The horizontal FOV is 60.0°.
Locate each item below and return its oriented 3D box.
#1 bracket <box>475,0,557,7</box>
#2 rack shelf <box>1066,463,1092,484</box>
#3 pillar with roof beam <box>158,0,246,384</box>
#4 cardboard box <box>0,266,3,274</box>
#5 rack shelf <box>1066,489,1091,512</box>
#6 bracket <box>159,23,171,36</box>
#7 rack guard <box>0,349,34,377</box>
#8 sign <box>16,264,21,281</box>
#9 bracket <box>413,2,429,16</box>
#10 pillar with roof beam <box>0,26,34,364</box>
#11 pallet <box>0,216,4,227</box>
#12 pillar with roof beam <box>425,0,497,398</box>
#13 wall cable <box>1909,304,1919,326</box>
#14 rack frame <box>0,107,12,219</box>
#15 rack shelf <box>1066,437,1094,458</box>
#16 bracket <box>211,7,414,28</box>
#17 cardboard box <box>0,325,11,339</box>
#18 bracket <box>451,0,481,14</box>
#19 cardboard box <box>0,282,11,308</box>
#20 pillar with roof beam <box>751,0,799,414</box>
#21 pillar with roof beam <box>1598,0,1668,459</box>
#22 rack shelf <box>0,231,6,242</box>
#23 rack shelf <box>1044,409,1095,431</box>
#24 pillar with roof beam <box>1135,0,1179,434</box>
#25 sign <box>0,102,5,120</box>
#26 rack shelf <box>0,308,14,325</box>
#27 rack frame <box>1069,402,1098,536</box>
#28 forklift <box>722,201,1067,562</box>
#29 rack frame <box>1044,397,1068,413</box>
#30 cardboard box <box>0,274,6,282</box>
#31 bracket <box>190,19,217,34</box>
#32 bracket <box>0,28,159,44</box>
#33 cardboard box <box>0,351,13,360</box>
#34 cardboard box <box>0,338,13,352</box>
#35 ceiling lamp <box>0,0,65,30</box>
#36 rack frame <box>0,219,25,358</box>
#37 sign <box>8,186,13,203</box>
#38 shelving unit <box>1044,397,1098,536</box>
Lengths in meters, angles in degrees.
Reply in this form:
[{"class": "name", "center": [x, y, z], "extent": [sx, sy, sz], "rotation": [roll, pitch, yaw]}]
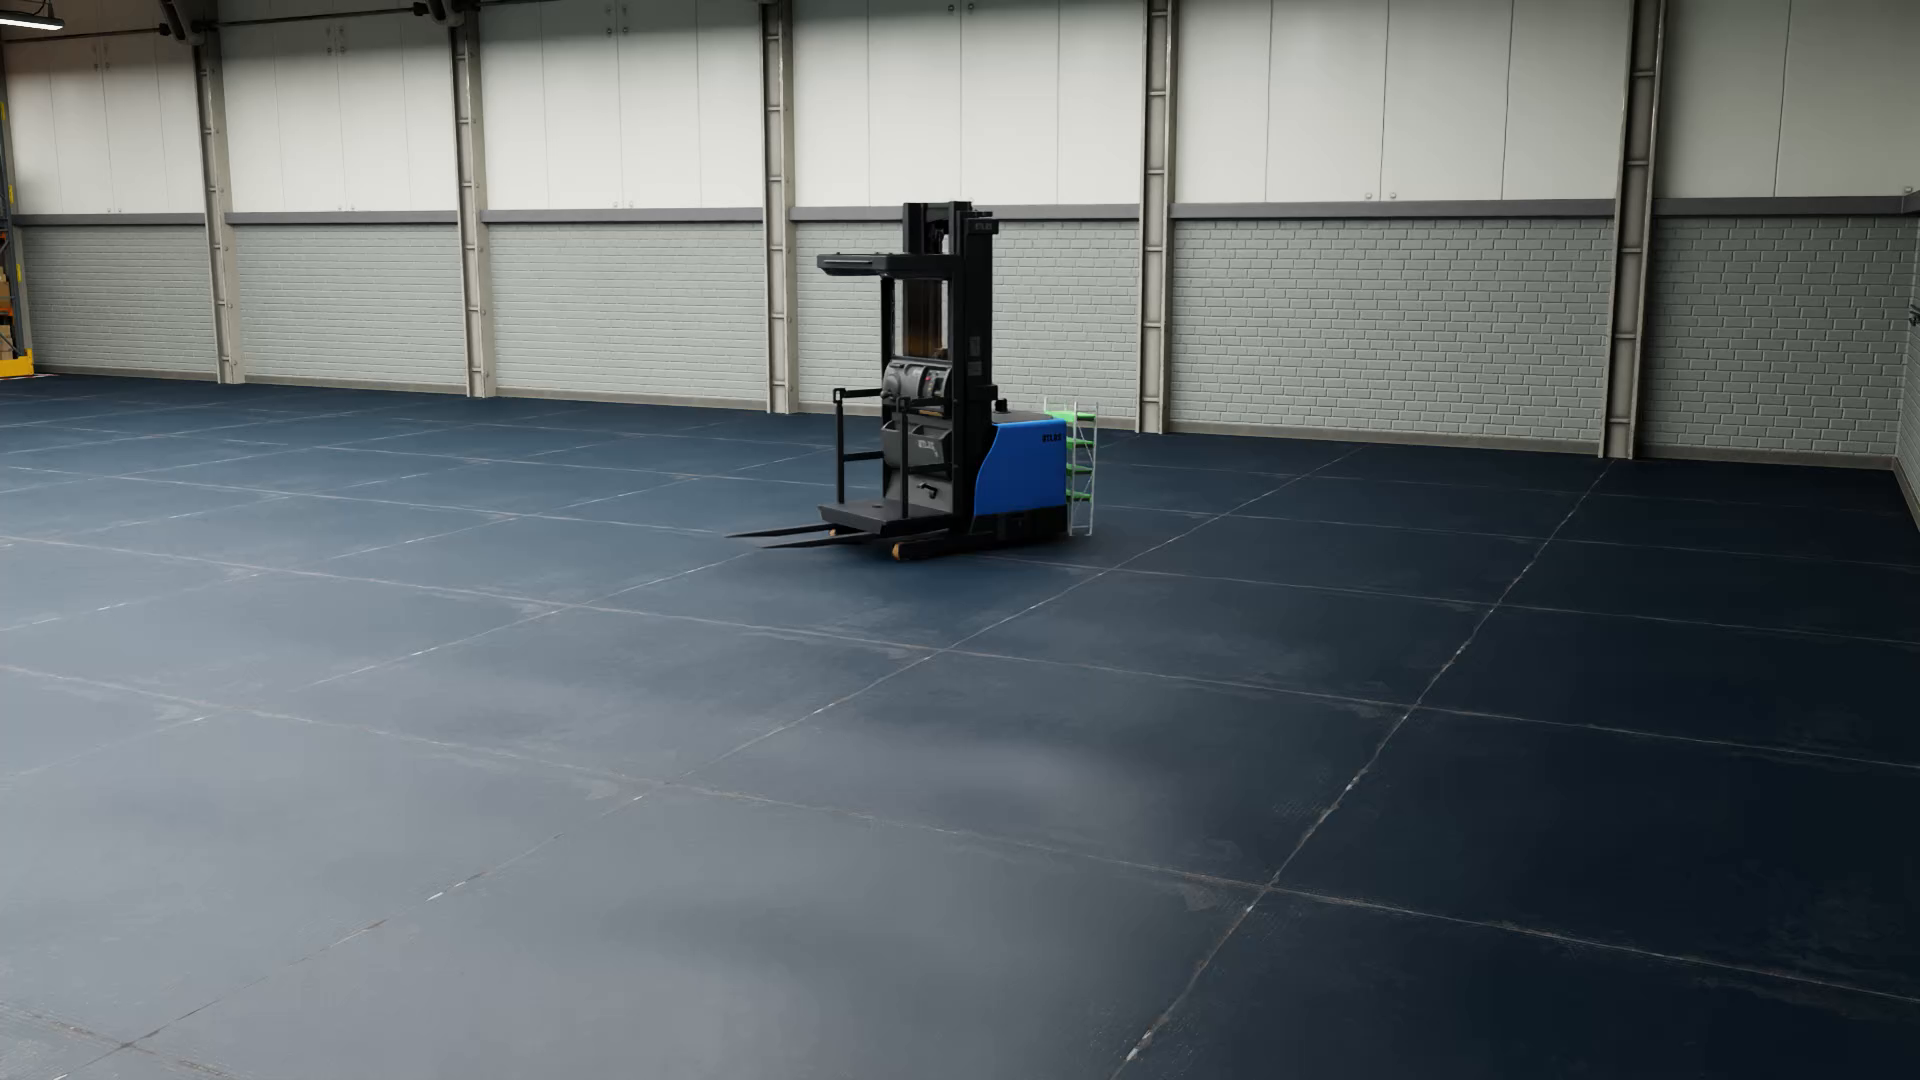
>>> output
[{"class": "bracket", "center": [-5.562, -8.342, 25.449], "extent": [4.783, 0.066, 0.076], "rotation": [5, 11, 26]}, {"class": "rack shelf", "center": [0.976, -0.605, 15.032], "extent": [0.258, 0.148, 0.480], "rotation": [-3, 11, -30]}, {"class": "pillar with roof beam", "center": [-15.388, -6.650, 26.207], "extent": [0.548, 9.000, 9.100], "rotation": [5, 11, 26]}, {"class": "cardboard box", "center": [-18.845, -5.235, 32.295], "extent": [0.250, 0.149, 0.380], "rotation": [5, 11, 25]}, {"class": "rack shelf", "center": [0.967, -0.368, 15.069], "extent": [0.258, 0.148, 0.480], "rotation": [-3, 11, -30]}, {"class": "bracket", "center": [-14.013, -9.085, 29.552], "extent": [0.430, 0.232, 0.235], "rotation": [5, 11, 26]}, {"class": "rack guard", "center": [-18.617, -3.428, 32.266], "extent": [0.348, 0.500, 1.175], "rotation": [5, 11, 26]}, {"class": "sign", "center": [-18.387, -5.213, 32.457], "extent": [0.005, 0.325, 0.100], "rotation": [5, 11, 26]}, {"class": "bracket", "center": [-8.632, -8.612, 26.940], "extent": [0.430, 0.232, 0.235], "rotation": [5, 11, 26]}, {"class": "pillar with roof beam", "center": [-20.769, -7.123, 28.819], "extent": [0.400, 9.000, 9.100], "rotation": [5, 11, 26]}, {"class": "pallet", "center": [-19.261, -6.152, 32.125], "extent": [1.213, 0.211, 1.003], "rotation": [5, 11, 26]}, {"class": "pillar with roof beam", "center": [-10.007, -6.177, 23.594], "extent": [0.548, 9.000, 9.100], "rotation": [5, 11, 26]}, {"class": "wall cable", "center": [10.096, -3.475, 17.383], "extent": [0.112, 2.526, 3.097], "rotation": [5, 11, 26]}, {"class": "rack frame", "center": [-18.638, -7.612, 31.519], "extent": [0.127, 3.000, 1.000], "rotation": [5, 11, 26]}, {"class": "rack shelf", "center": [0.984, -0.842, 14.994], "extent": [0.258, 0.148, 0.480], "rotation": [-3, 11, -30]}, {"class": "bracket", "center": [-10.942, -8.815, 28.062], "extent": [4.783, 0.066, 0.076], "rotation": [5, 11, 26]}, {"class": "cardboard box", "center": [-18.986, -4.073, 32.548], "extent": [0.500, 0.250, 0.500], "rotation": [5, 11, 25]}, {"class": "bracket", "center": [-7.887, -8.547, 26.579], "extent": [0.430, 0.232, 0.235], "rotation": [5, 11, 26]}, {"class": "cardboard box", "center": [-18.960, -4.792, 32.506], "extent": [0.500, 0.500, 0.500], "rotation": [5, 12, 28]}, {"class": "pillar with roof beam", "center": [-4.627, -5.705, 20.982], "extent": [0.548, 9.000, 9.100], "rotation": [5, 11, 26]}, {"class": "pillar with roof beam", "center": [6.135, -4.759, 15.757], "extent": [0.400, 9.000, 9.100], "rotation": [5, 11, 26]}, {"class": "rack shelf", "center": [-20.432, -5.939, 32.721], "extent": [4.000, 0.370, 1.077], "rotation": [5, 11, 26]}, {"class": "rack shelf", "center": [0.993, -1.079, 14.956], "extent": [0.258, 0.148, 0.480], "rotation": [-3, 11, -30]}, {"class": "pillar with roof beam", "center": [0.754, -5.232, 18.369], "extent": [0.400, 9.000, 9.100], "rotation": [5, 11, 26]}, {"class": "sign", "center": [-18.387, -8.237, 31.909], "extent": [0.005, 0.325, 0.100], "rotation": [5, 11, 26]}, {"class": "rack shelf", "center": [-20.432, -4.463, 32.989], "extent": [4.000, 0.370, 1.077], "rotation": [5, 11, 26]}, {"class": "rack frame", "center": [1.101, -0.630, 14.814], "extent": [0.240, 1.200, 0.015], "rotation": [-3, 11, -30]}, {"class": "forklift", "center": [-0.538, -1.369, 14.063], "extent": [3.031, 2.935, 1.130], "rotation": [-7, 13, -35]}, {"class": "rack frame", "center": [0.855, -0.706, 15.229], "extent": [0.240, 1.200, 0.015], "rotation": [-3, 11, -30]}, {"class": "cardboard box", "center": [-18.828, -5.096, 32.364], "extent": [0.250, 0.149, 0.380], "rotation": [5, 11, 24]}, {"class": "bracket", "center": [-13.268, -9.020, 29.191], "extent": [0.430, 0.232, 0.235], "rotation": [5, 11, 26]}, {"class": "bracket", "center": [-16.323, -9.288, 30.674], "extent": [4.783, 0.066, 0.076], "rotation": [5, 11, 26]}, {"class": "cardboard box", "center": [-18.992, -3.583, 32.648], "extent": [0.500, 0.250, 0.500], "rotation": [5, 11, 26]}, {"class": "cardboard box", "center": [-18.968, -3.829, 32.605], "extent": [0.500, 0.250, 0.500], "rotation": [5, 12, 27]}, {"class": "ceiling lamp", "center": [-14.261, -9.335, 24.652], "extent": [0.800, 3.185, 2.000], "rotation": [5, 11, 26]}, {"class": "rack frame", "center": [-18.638, -4.660, 32.054], "extent": [0.127, 3.000, 1.000], "rotation": [5, 11, 26]}, {"class": "sign", "center": [-18.387, -6.693, 32.189], "extent": [0.005, 0.325, 0.100], "rotation": [5, 11, 26]}, {"class": "shelving unit", "center": [0.978, -0.668, 15.021], "extent": [0.258, 1.200, 0.503], "rotation": [-3, 11, -30]}]
